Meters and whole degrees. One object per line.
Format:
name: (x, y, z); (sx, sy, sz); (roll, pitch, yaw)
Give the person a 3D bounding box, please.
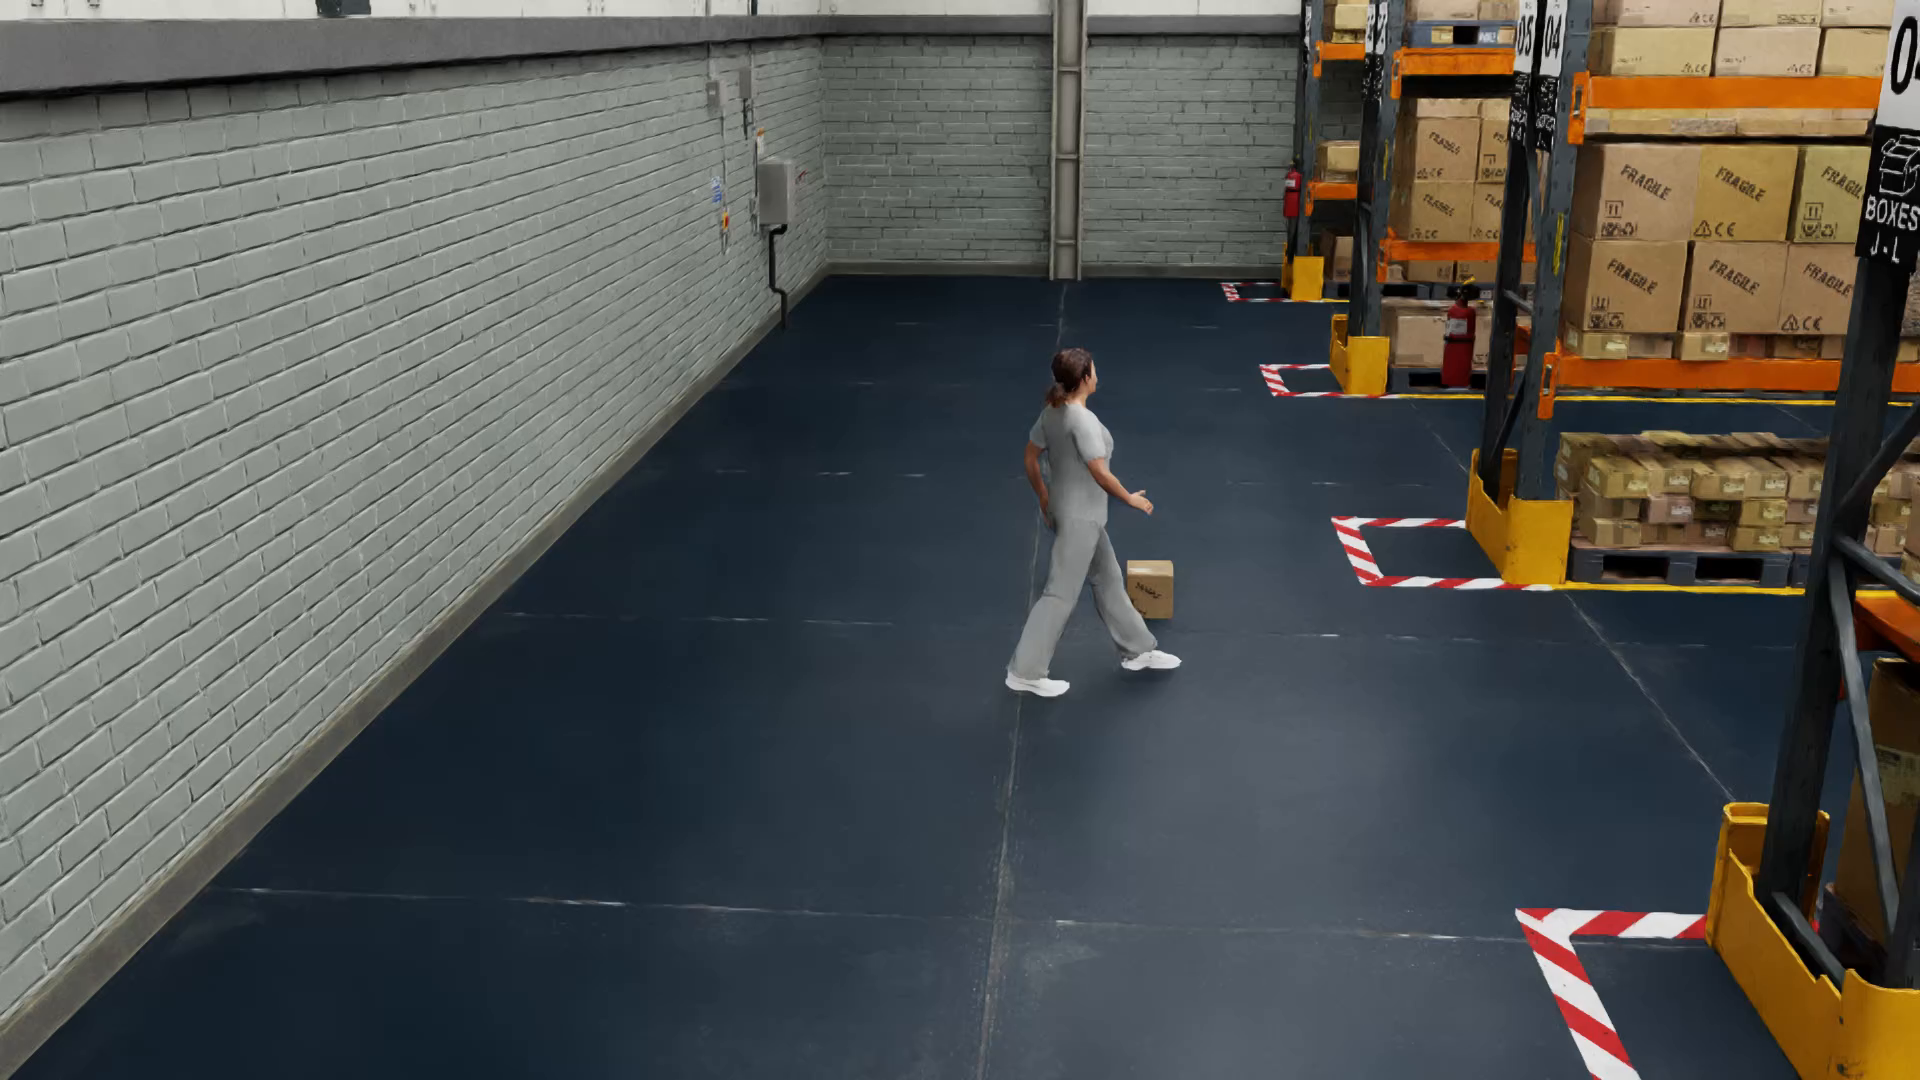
person: (0.654, -0.122, 7.932); (0.997, 1.623, 0.532); (-6, 18, -17)
